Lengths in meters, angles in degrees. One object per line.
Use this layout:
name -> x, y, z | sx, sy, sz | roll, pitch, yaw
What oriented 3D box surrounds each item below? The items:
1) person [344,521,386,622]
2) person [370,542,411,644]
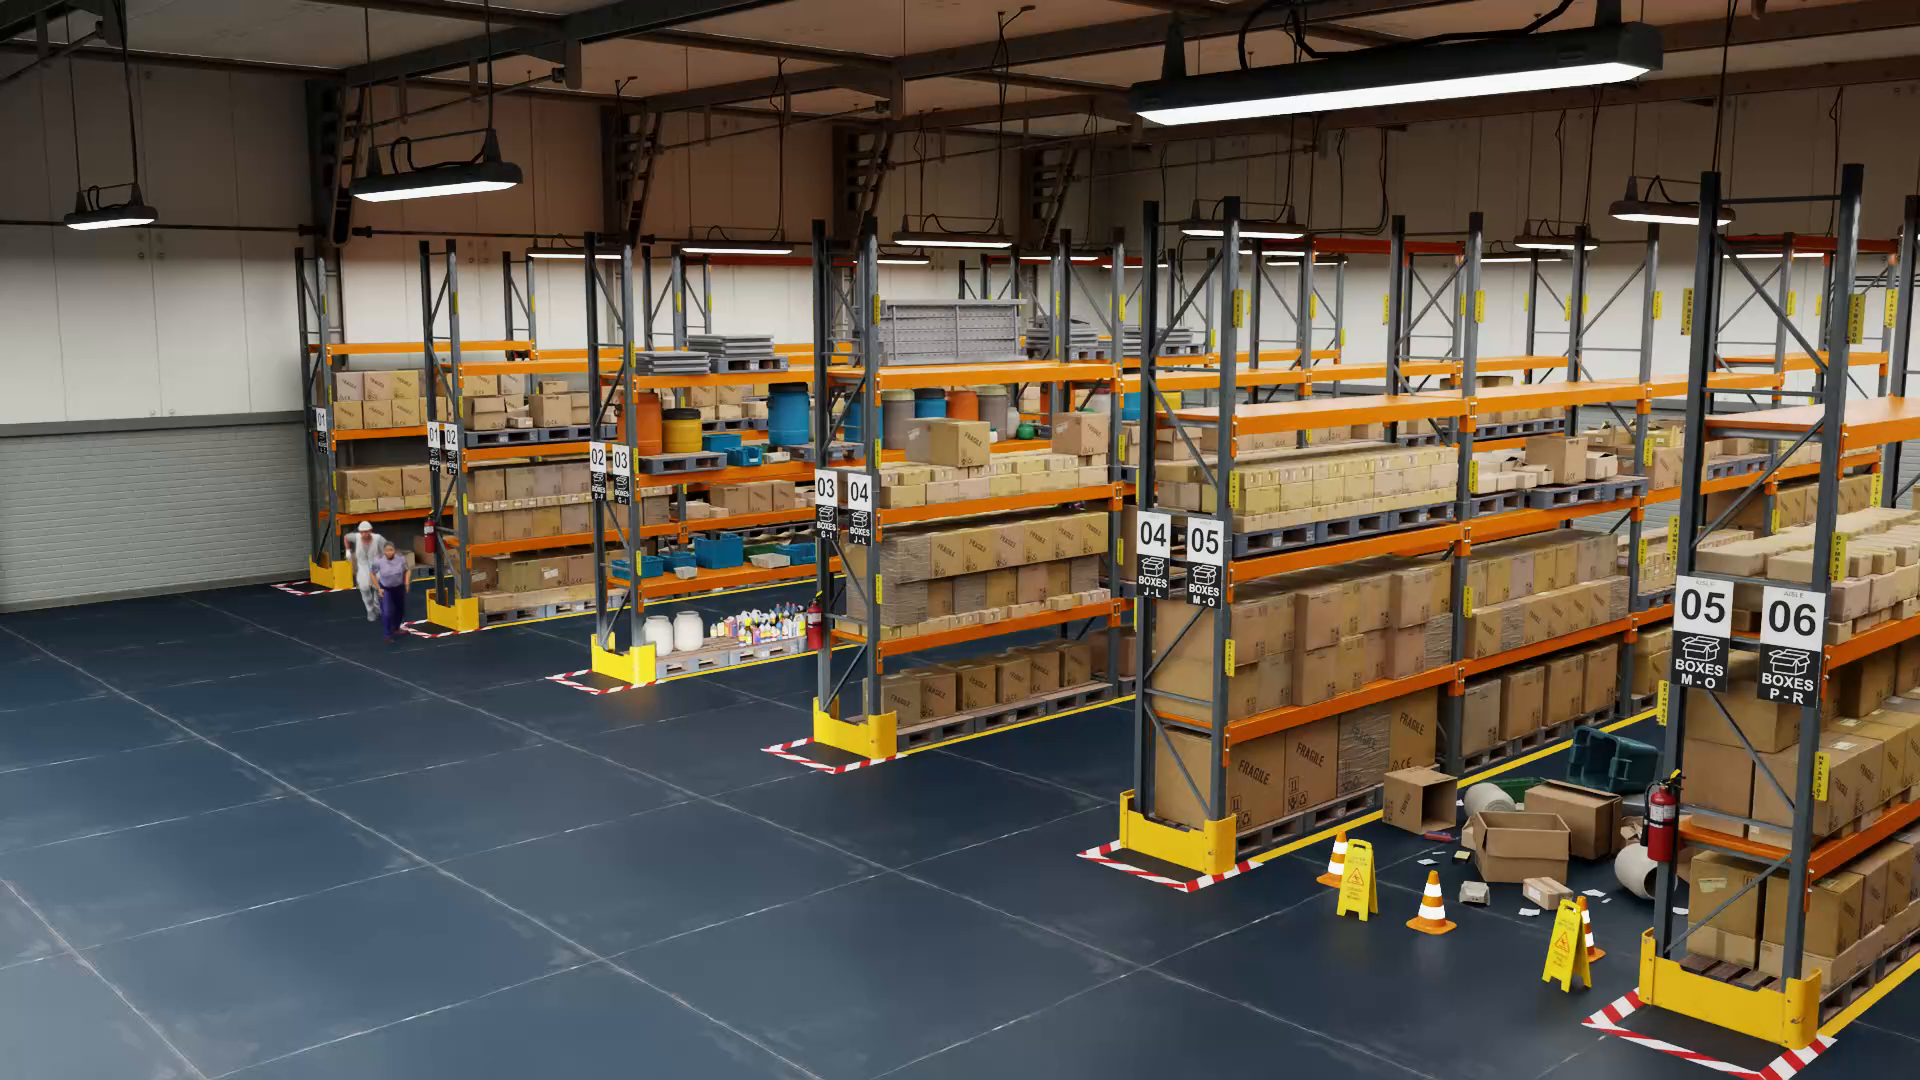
person -> -9.420, 0.488, 26.491 | 0.711, 1.664, 0.979 | -1, 8, -9
person -> -8.520, 0.759, 24.935 | 0.648, 1.562, 0.837 | -7, 11, -39
